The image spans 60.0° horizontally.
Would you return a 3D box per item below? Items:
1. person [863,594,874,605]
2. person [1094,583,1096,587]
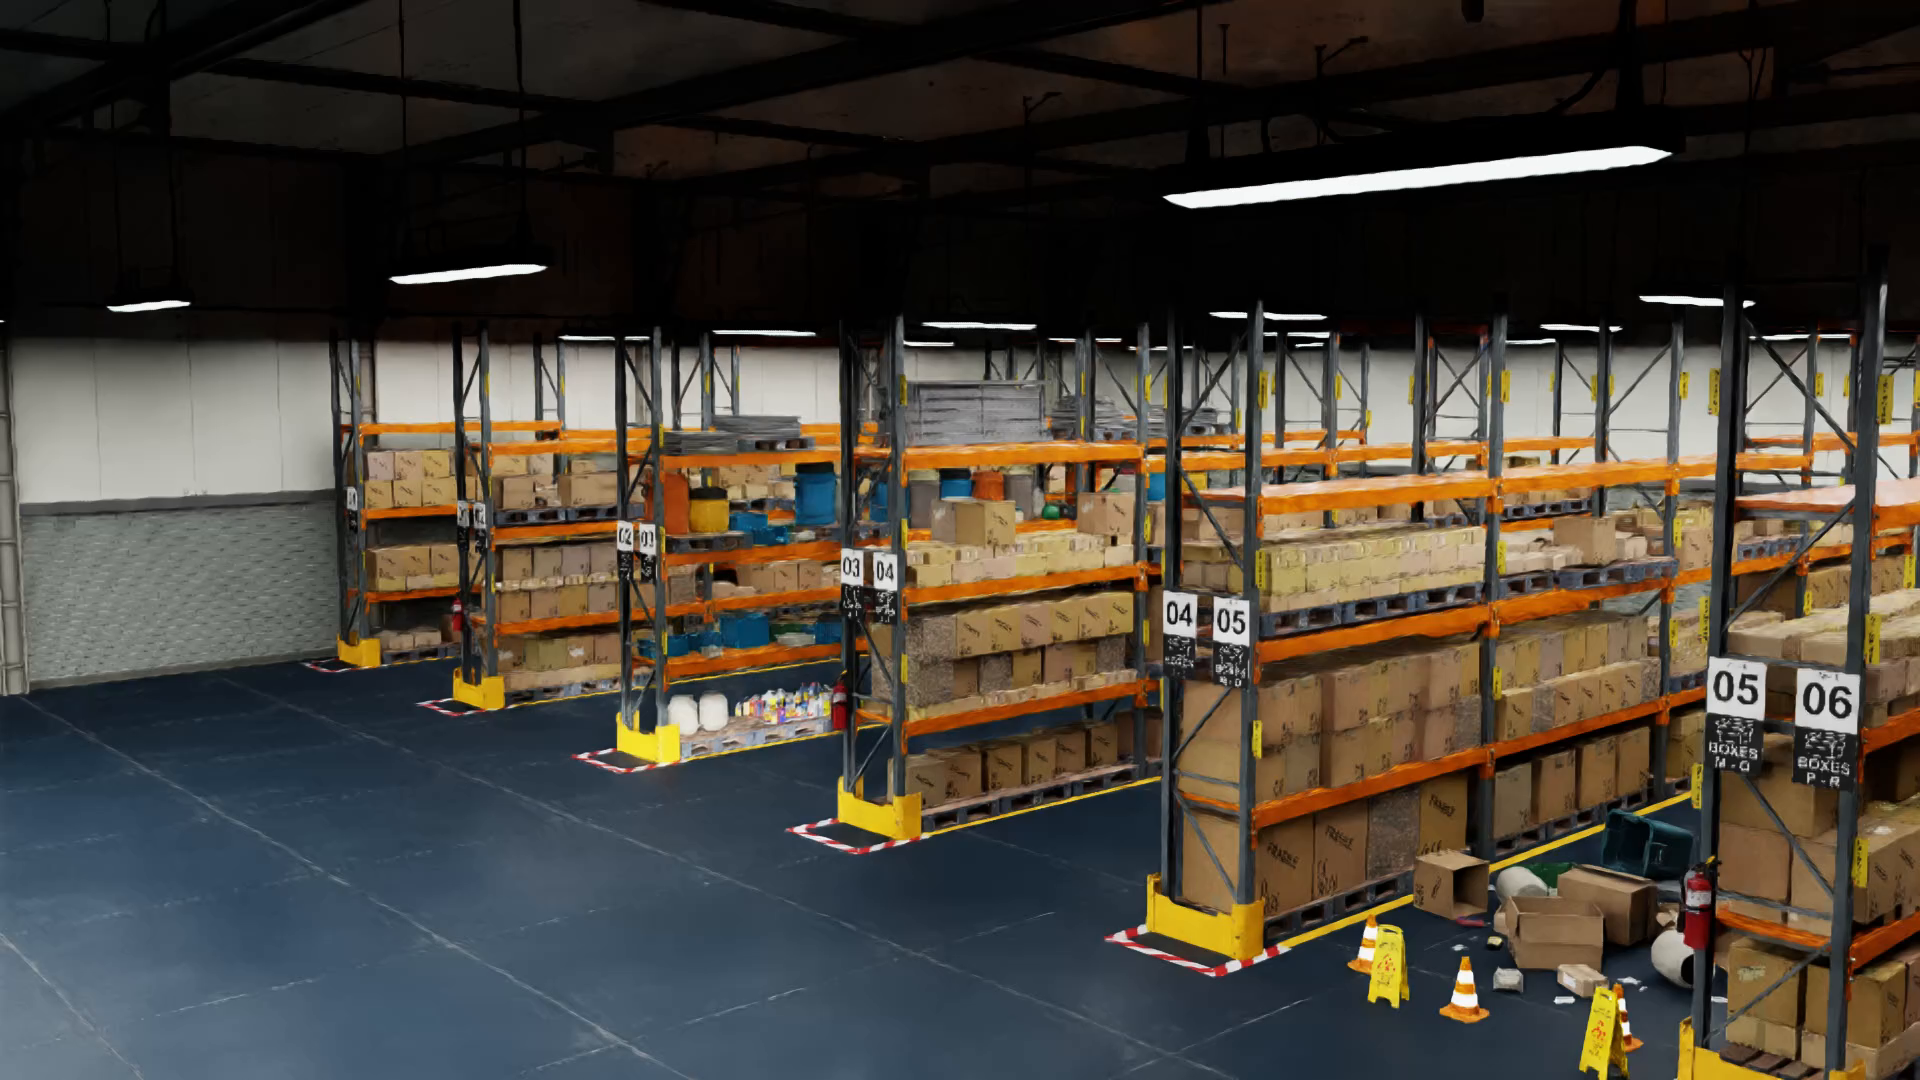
[{"bbox_3d":[-1.936,0.820,35.359,1.042,1.716,0.591,-5,8,-43],"label":"person"},{"bbox_3d":[2.397,1.215,31.967,0.575,1.611,0.625,-6,8,-44],"label":"person"}]
